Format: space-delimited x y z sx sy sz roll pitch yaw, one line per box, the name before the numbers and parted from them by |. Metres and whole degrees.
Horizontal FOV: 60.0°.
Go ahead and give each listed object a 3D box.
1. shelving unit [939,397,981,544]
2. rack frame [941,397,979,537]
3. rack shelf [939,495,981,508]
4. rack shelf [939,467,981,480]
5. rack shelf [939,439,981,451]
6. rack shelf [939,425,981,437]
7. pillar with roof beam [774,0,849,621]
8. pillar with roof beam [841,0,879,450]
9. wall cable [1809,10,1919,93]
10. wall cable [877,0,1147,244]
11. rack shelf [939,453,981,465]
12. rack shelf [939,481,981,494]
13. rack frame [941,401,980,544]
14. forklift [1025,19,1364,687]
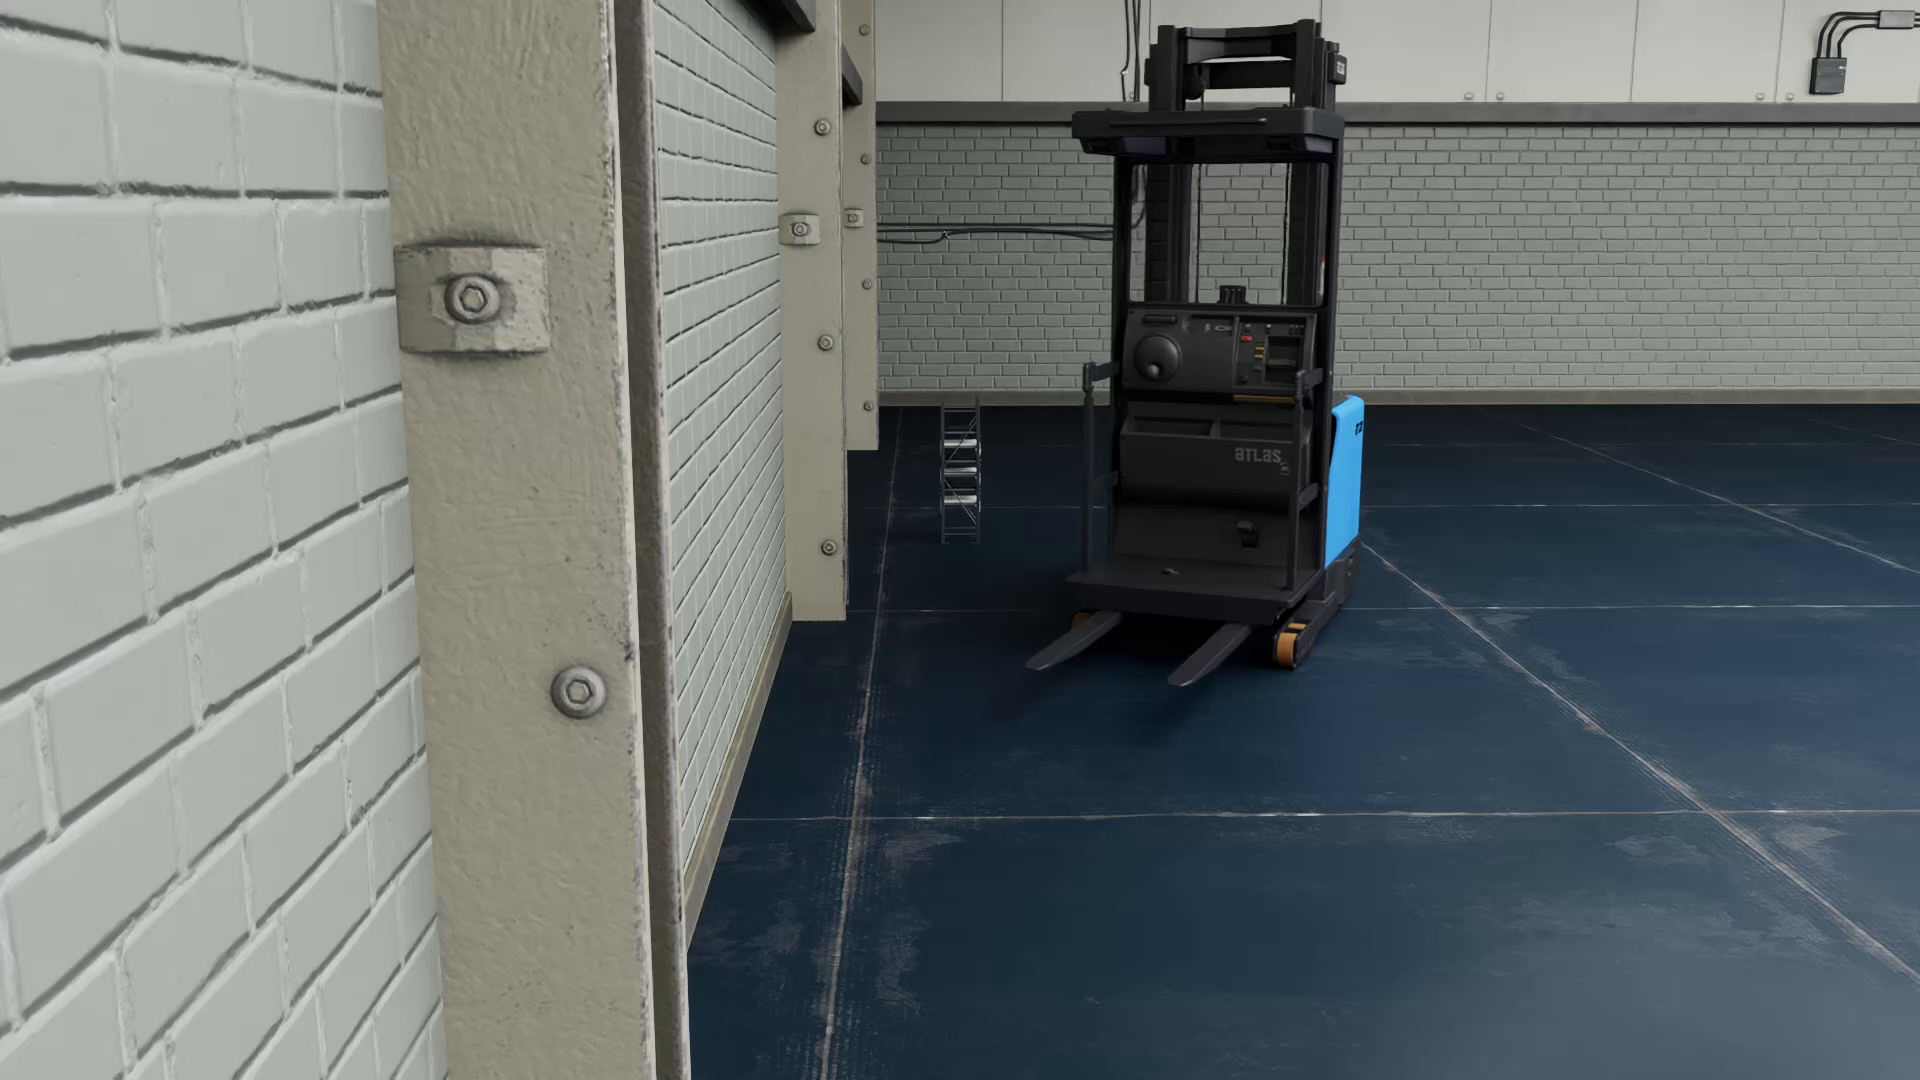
shelving unit | 0.000 -0.439 10.462 0.258 0.900 0.210 0 11 -1
rack frame | -0.002 -0.460 10.561 0.240 0.900 0.006 0 11 -1
rack shelf | 0.000 -0.230 10.504 0.258 0.077 0.200 0 11 -1
rack shelf | 0.000 -0.407 10.468 0.258 0.077 0.200 0 11 -1
rack shelf | 0.000 -0.583 10.433 0.258 0.077 0.200 0 11 -1
rack shelf | 0.000 -0.671 10.415 0.258 0.077 0.200 0 11 -1
pillar with roof beam | 3.558 -4.054 7.911 9.100 9.000 0.400 0 11 -1
pillar with roof beam | 3.434 -5.247 13.790 9.100 9.000 0.400 0 11 -1
wall cable | 9.883 -7.523 16.455 2.305 6.003 0.169 0 11 -1
wall cable | 0.391 -4.299 16.925 3.097 2.526 0.112 0 11 -1
rack shelf | 0.000 -0.495 10.450 0.258 0.077 0.200 0 11 -1
rack shelf | 0.000 -0.319 10.486 0.258 0.077 0.200 0 11 -1
rack frame | 0.002 -0.419 10.362 0.240 0.900 0.006 0 11 -1
forklift | 1.165 -0.942 7.832 1.130 2.935 3.031 5 12 23
